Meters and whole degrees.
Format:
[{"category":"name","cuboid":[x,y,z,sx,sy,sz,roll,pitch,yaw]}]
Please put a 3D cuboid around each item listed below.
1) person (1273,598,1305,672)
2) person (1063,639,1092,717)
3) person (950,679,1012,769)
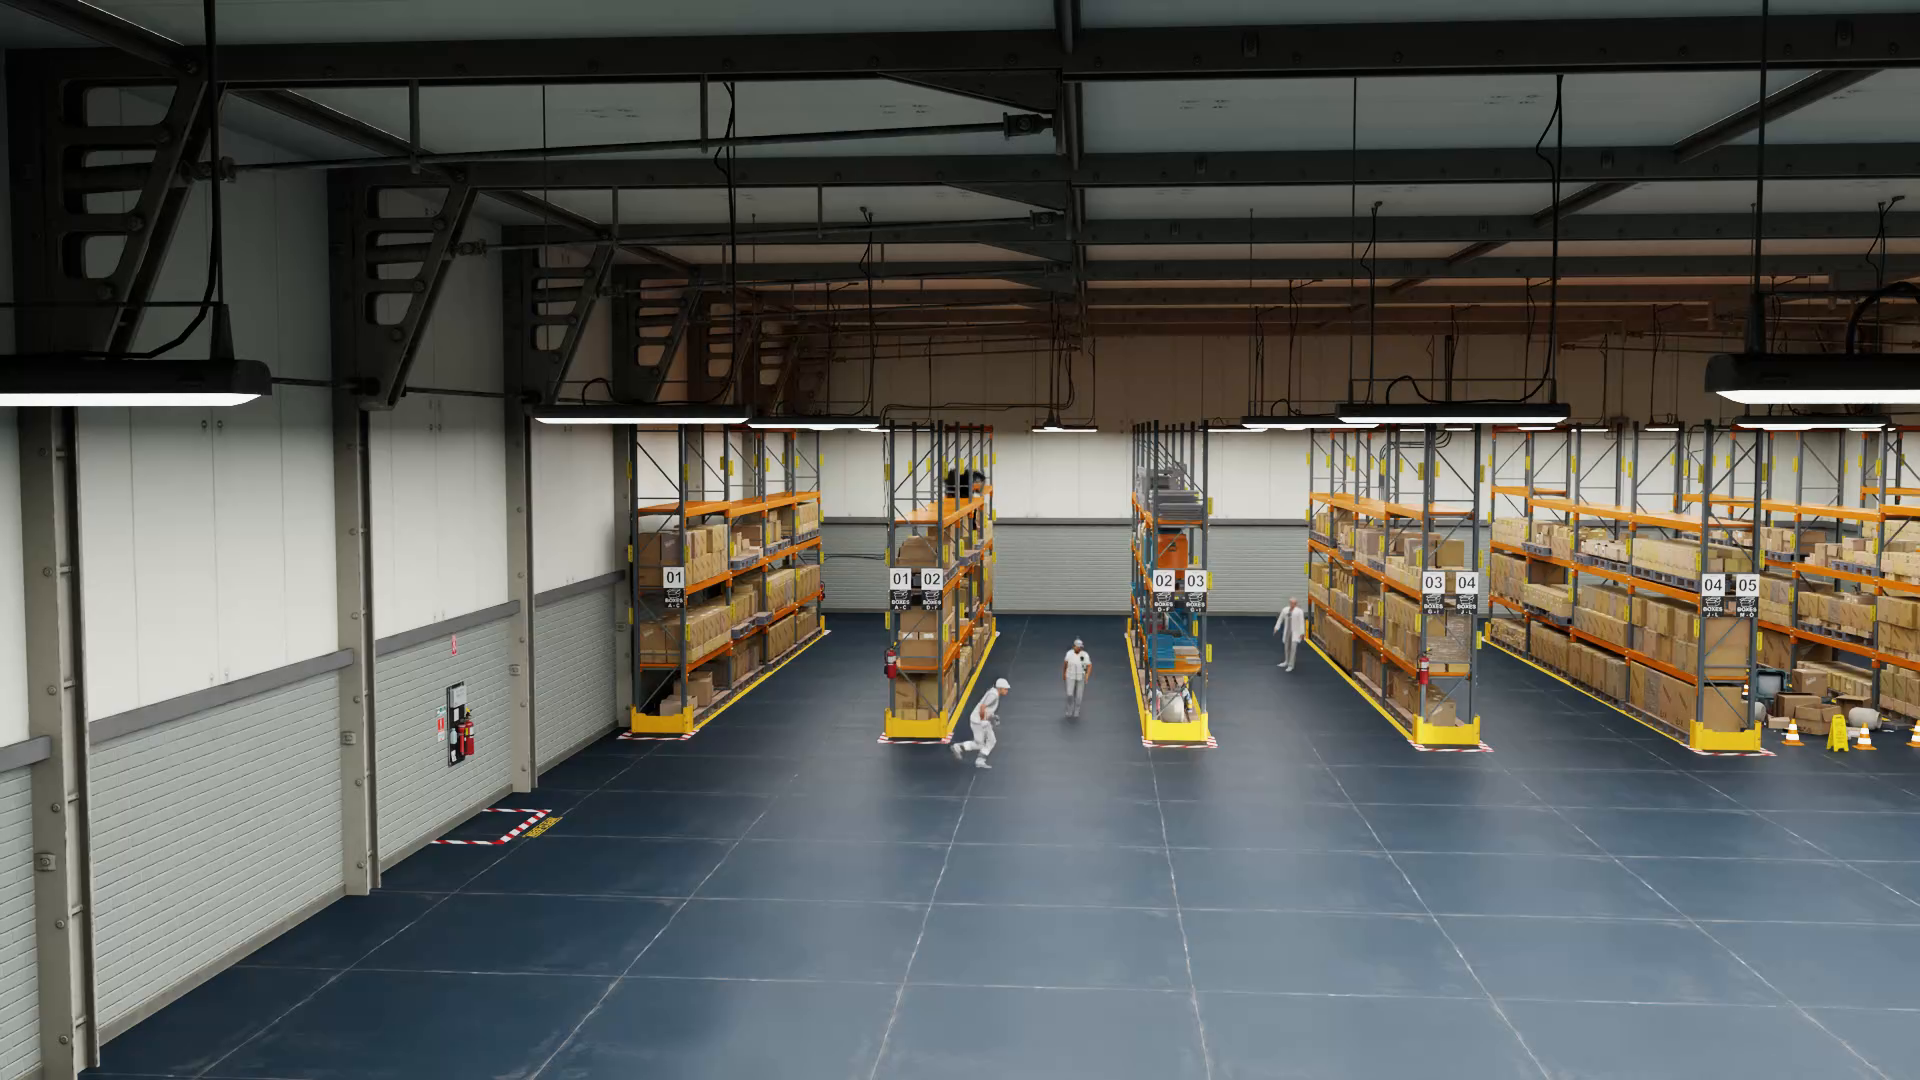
[{"category":"person","cuboid":[8.042,2.284,40.559,0.748,1.775,0.833,3,5,39]},{"category":"person","cuboid":[2.361,2.789,33.457,0.587,1.605,0.784,0,4,3]},{"category":"person","cuboid":[0.351,3.148,28.479,1.073,1.571,0.668,1,4,11]}]
